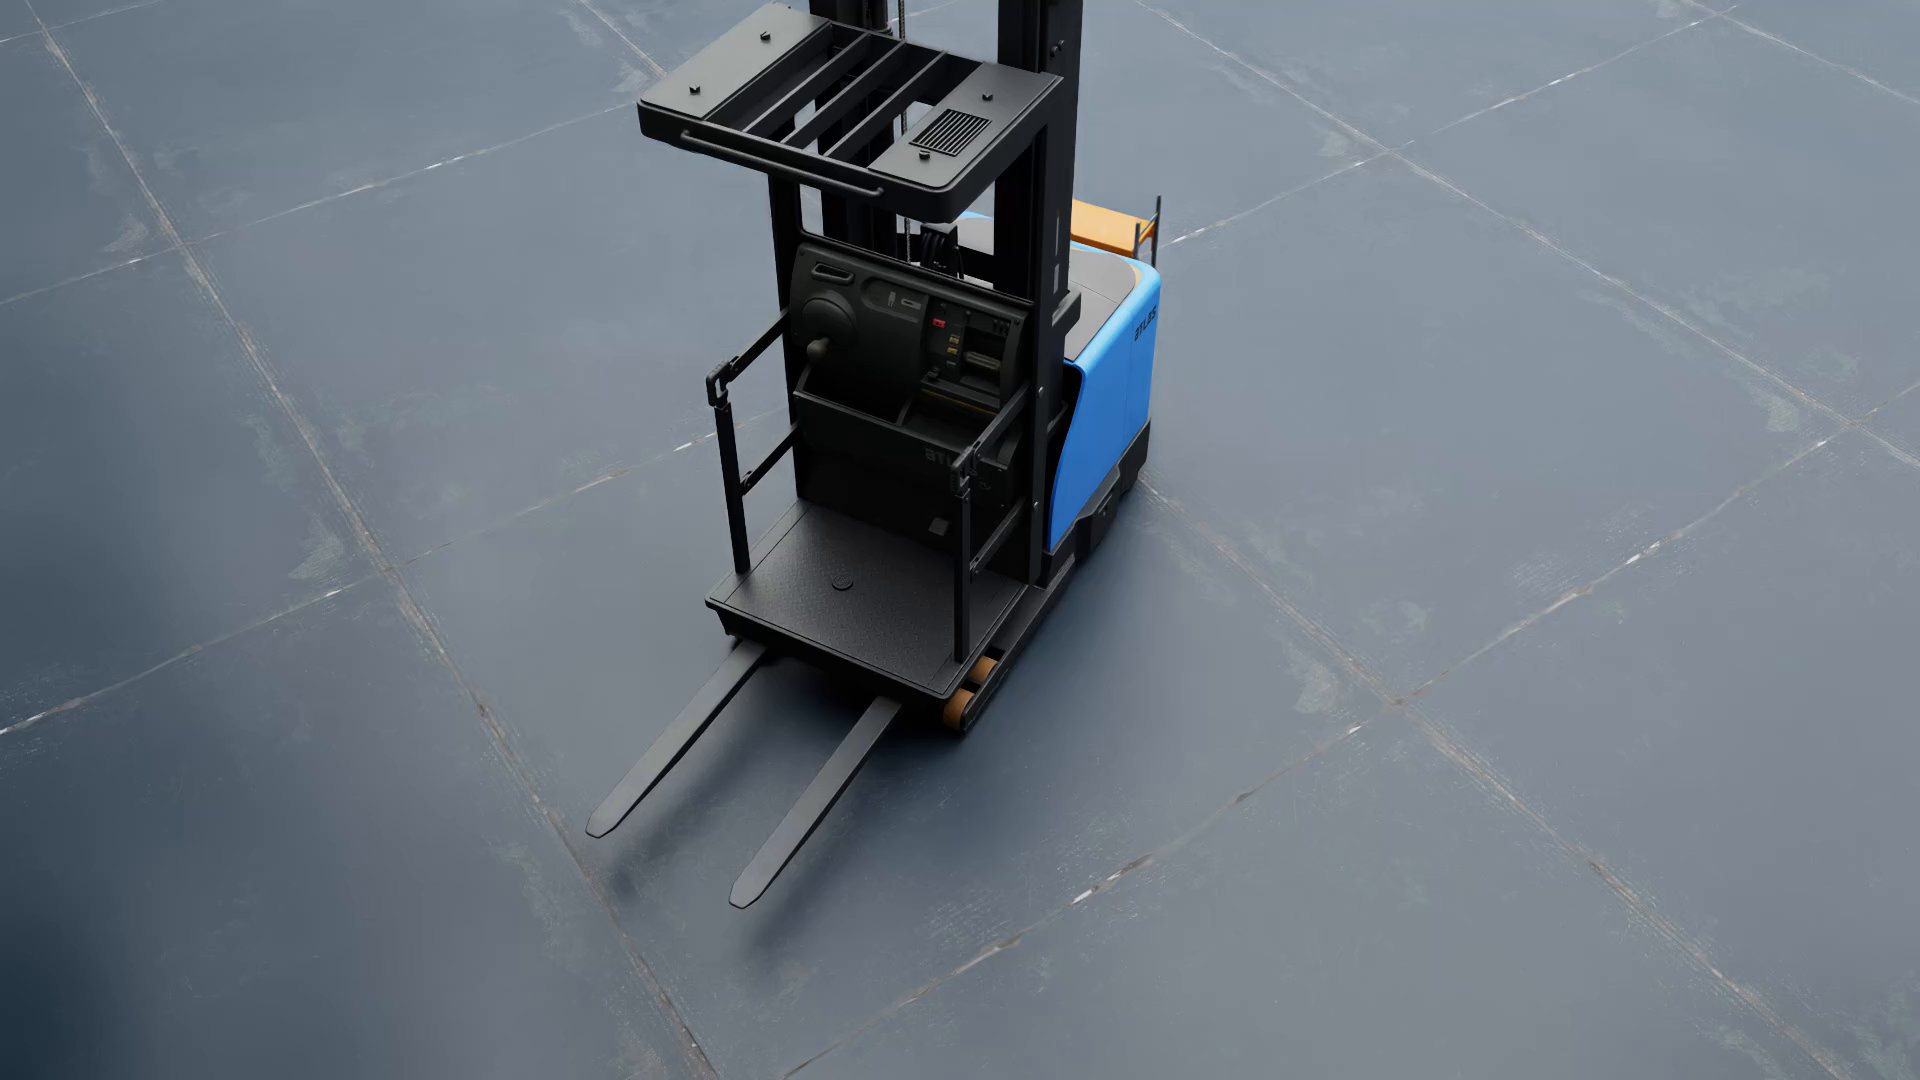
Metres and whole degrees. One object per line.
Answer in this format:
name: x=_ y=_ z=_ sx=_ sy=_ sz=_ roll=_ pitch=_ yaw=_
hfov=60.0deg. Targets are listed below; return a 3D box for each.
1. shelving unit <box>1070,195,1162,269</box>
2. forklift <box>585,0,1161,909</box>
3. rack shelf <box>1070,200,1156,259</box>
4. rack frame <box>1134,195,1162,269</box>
shelving unit: x=0.579 y=-1.035 z=7.453 sx=0.503 sy=1.200 sz=0.258 roll=20 pitch=48 yaw=20
forklift: x=-0.301 y=-0.680 z=5.831 sx=1.130 sy=2.935 sz=3.031 roll=21 pitch=47 yaw=20
rack shelf: x=0.576 y=-1.316 z=7.178 sx=0.480 sy=0.148 sz=0.258 roll=20 pitch=48 yaw=20
rack frame: x=0.794 y=-0.955 z=7.369 sx=0.015 sy=1.200 sz=0.240 roll=20 pitch=48 yaw=20
